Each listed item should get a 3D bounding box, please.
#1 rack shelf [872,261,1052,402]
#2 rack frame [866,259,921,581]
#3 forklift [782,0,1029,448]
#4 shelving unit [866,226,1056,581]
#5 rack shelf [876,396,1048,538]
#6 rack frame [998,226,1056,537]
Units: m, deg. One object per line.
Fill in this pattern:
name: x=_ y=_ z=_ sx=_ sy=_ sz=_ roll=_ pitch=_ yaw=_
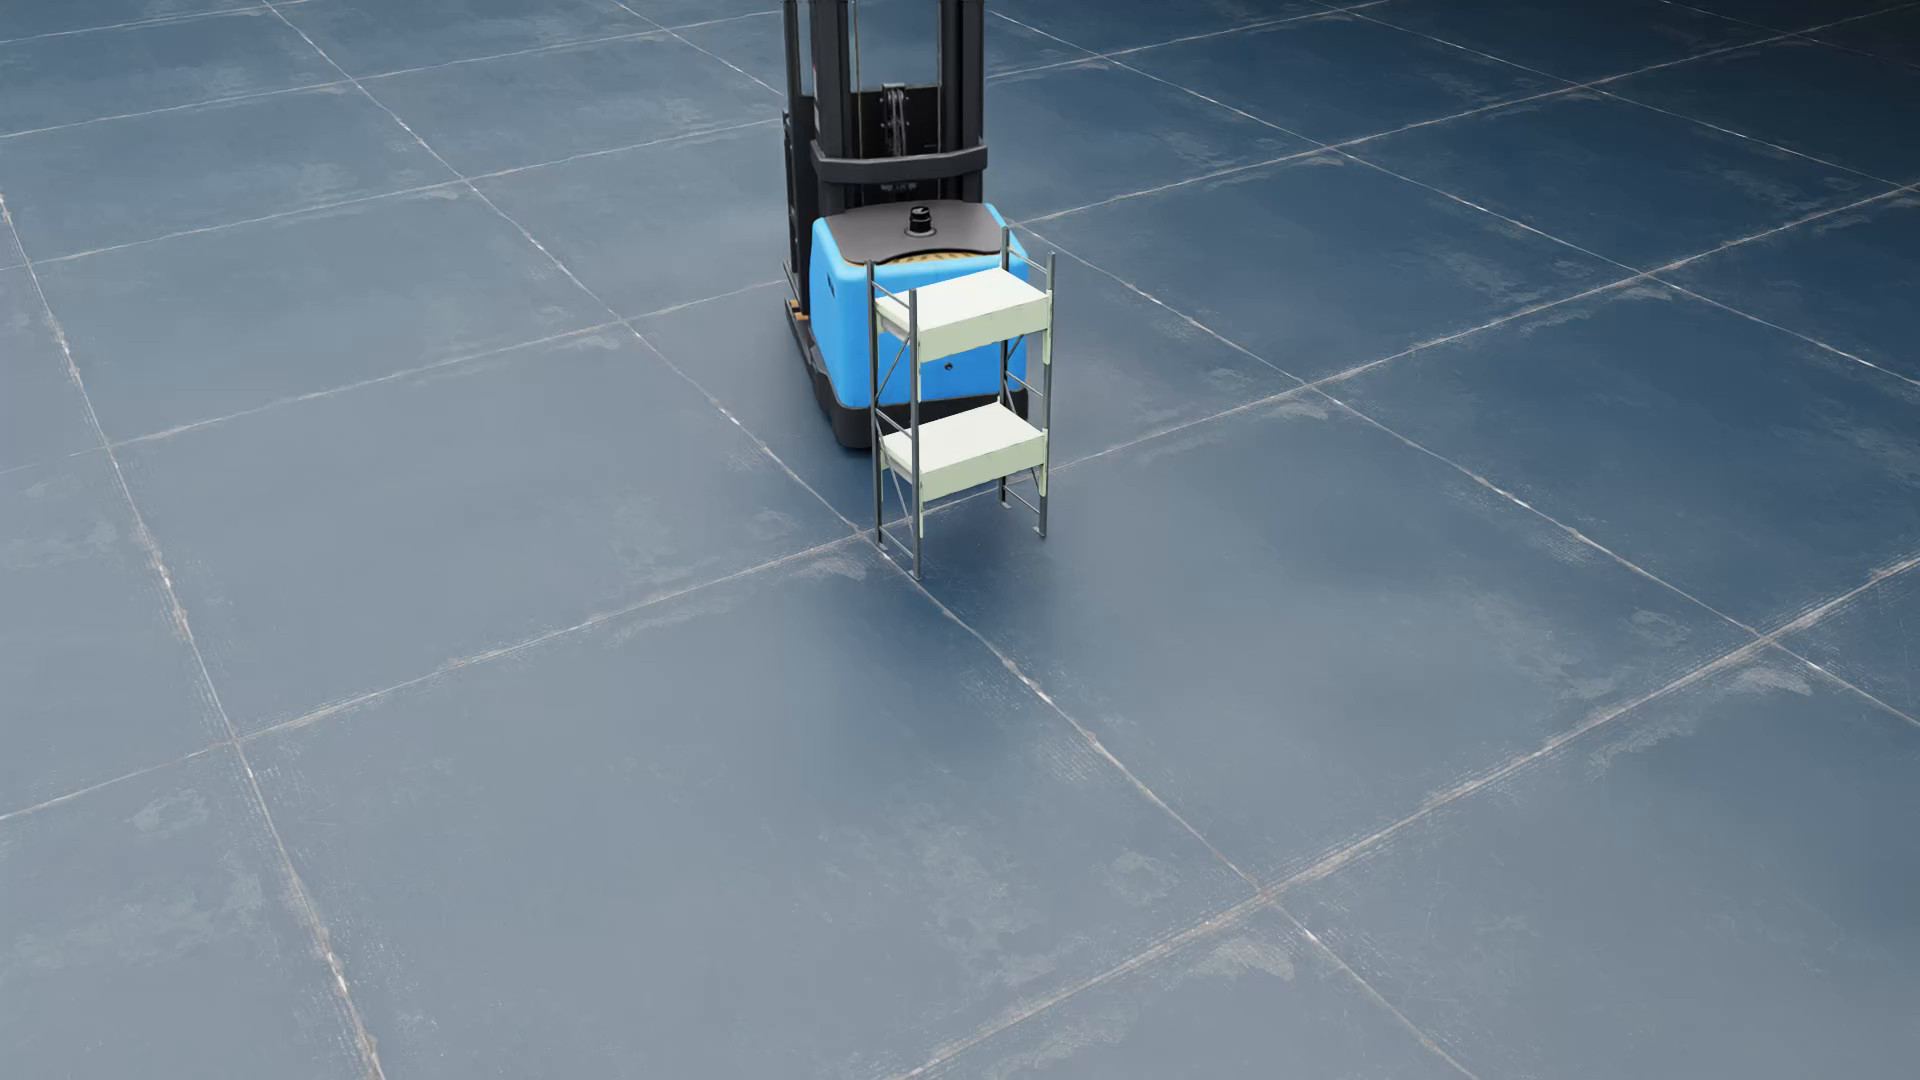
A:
rack shelf: x=0.006 y=-0.966 z=7.645 sx=0.720 sy=0.370 sz=0.431 roll=-19 pitch=37 yaw=-27
rack frame: x=-0.302 y=-0.530 z=7.685 sx=0.023 sy=1.500 sz=0.400 roll=-19 pitch=37 yaw=-27
forklift: x=-0.468 y=-2.508 z=9.478 sx=1.130 sy=2.935 sz=3.031 roll=-7 pitch=33 yaw=-11
shelving unit: x=0.006 y=-0.636 z=7.853 sx=0.755 sy=1.500 sz=0.431 roll=-19 pitch=37 yaw=-27
rack shelf: x=0.006 y=-0.361 z=8.027 sx=0.720 sy=0.370 sz=0.431 roll=-19 pitch=37 yaw=-27
rack frame: x=0.313 y=-0.742 z=8.021 sx=0.023 sy=1.500 sz=0.400 roll=-19 pitch=37 yaw=-27
